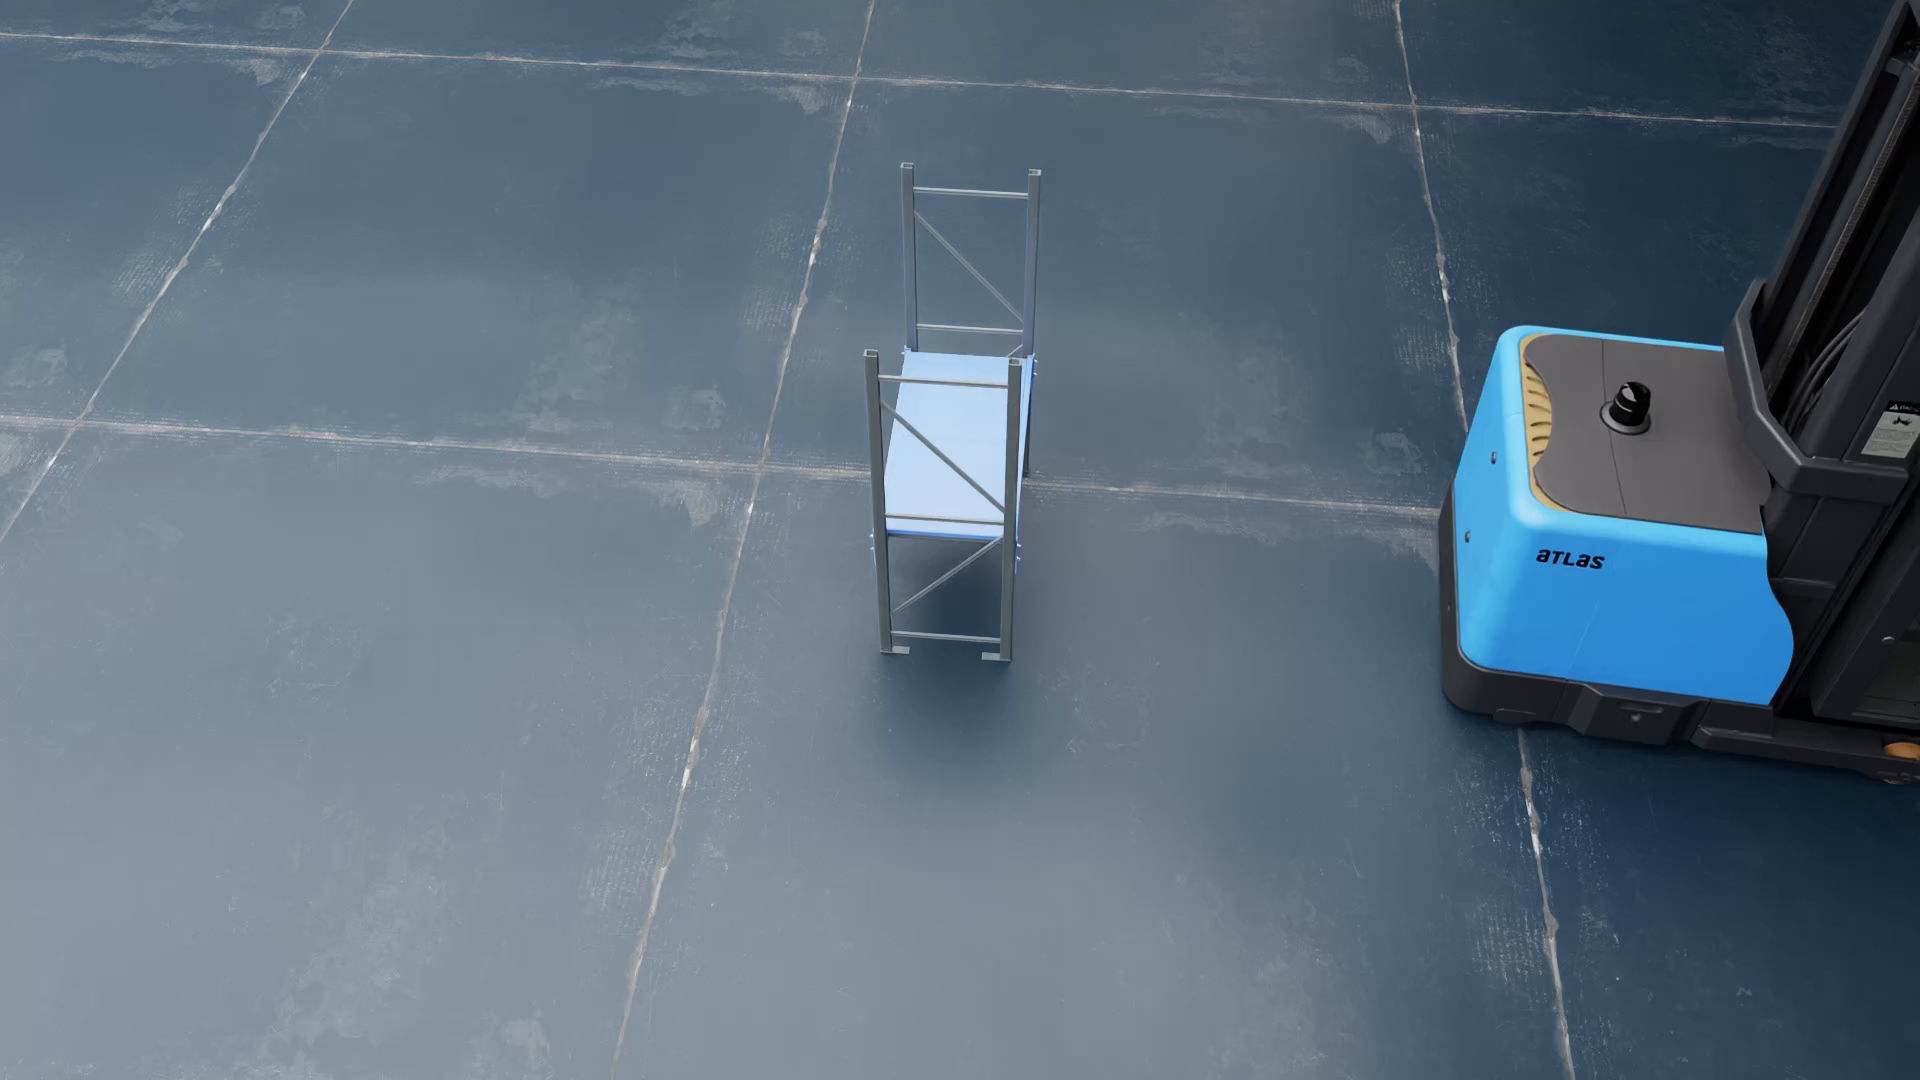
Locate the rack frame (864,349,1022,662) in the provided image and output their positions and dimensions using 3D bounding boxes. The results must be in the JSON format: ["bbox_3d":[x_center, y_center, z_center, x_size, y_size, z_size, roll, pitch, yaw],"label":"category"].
[{"bbox_3d":[-0.054,-0.070,5.798,0.500,1.500,0.032,4,48,4],"label":"rack frame"}]

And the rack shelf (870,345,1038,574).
[{"bbox_3d":[-0.008,-0.322,6.272,0.538,0.185,1.000,4,48,4],"label":"rack shelf"}]

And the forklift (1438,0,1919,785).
[{"bbox_3d":[3.353,-0.516,5.236,3.031,2.935,1.130,7,48,7],"label":"forklift"}]

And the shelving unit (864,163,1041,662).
[{"bbox_3d":[-0.008,-0.443,6.139,0.538,1.500,1.048,4,48,4],"label":"shelving unit"}]

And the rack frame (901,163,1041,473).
[{"bbox_3d":[0.039,-0.817,6.481,0.500,1.500,0.032,4,48,4],"label":"rack frame"}]
